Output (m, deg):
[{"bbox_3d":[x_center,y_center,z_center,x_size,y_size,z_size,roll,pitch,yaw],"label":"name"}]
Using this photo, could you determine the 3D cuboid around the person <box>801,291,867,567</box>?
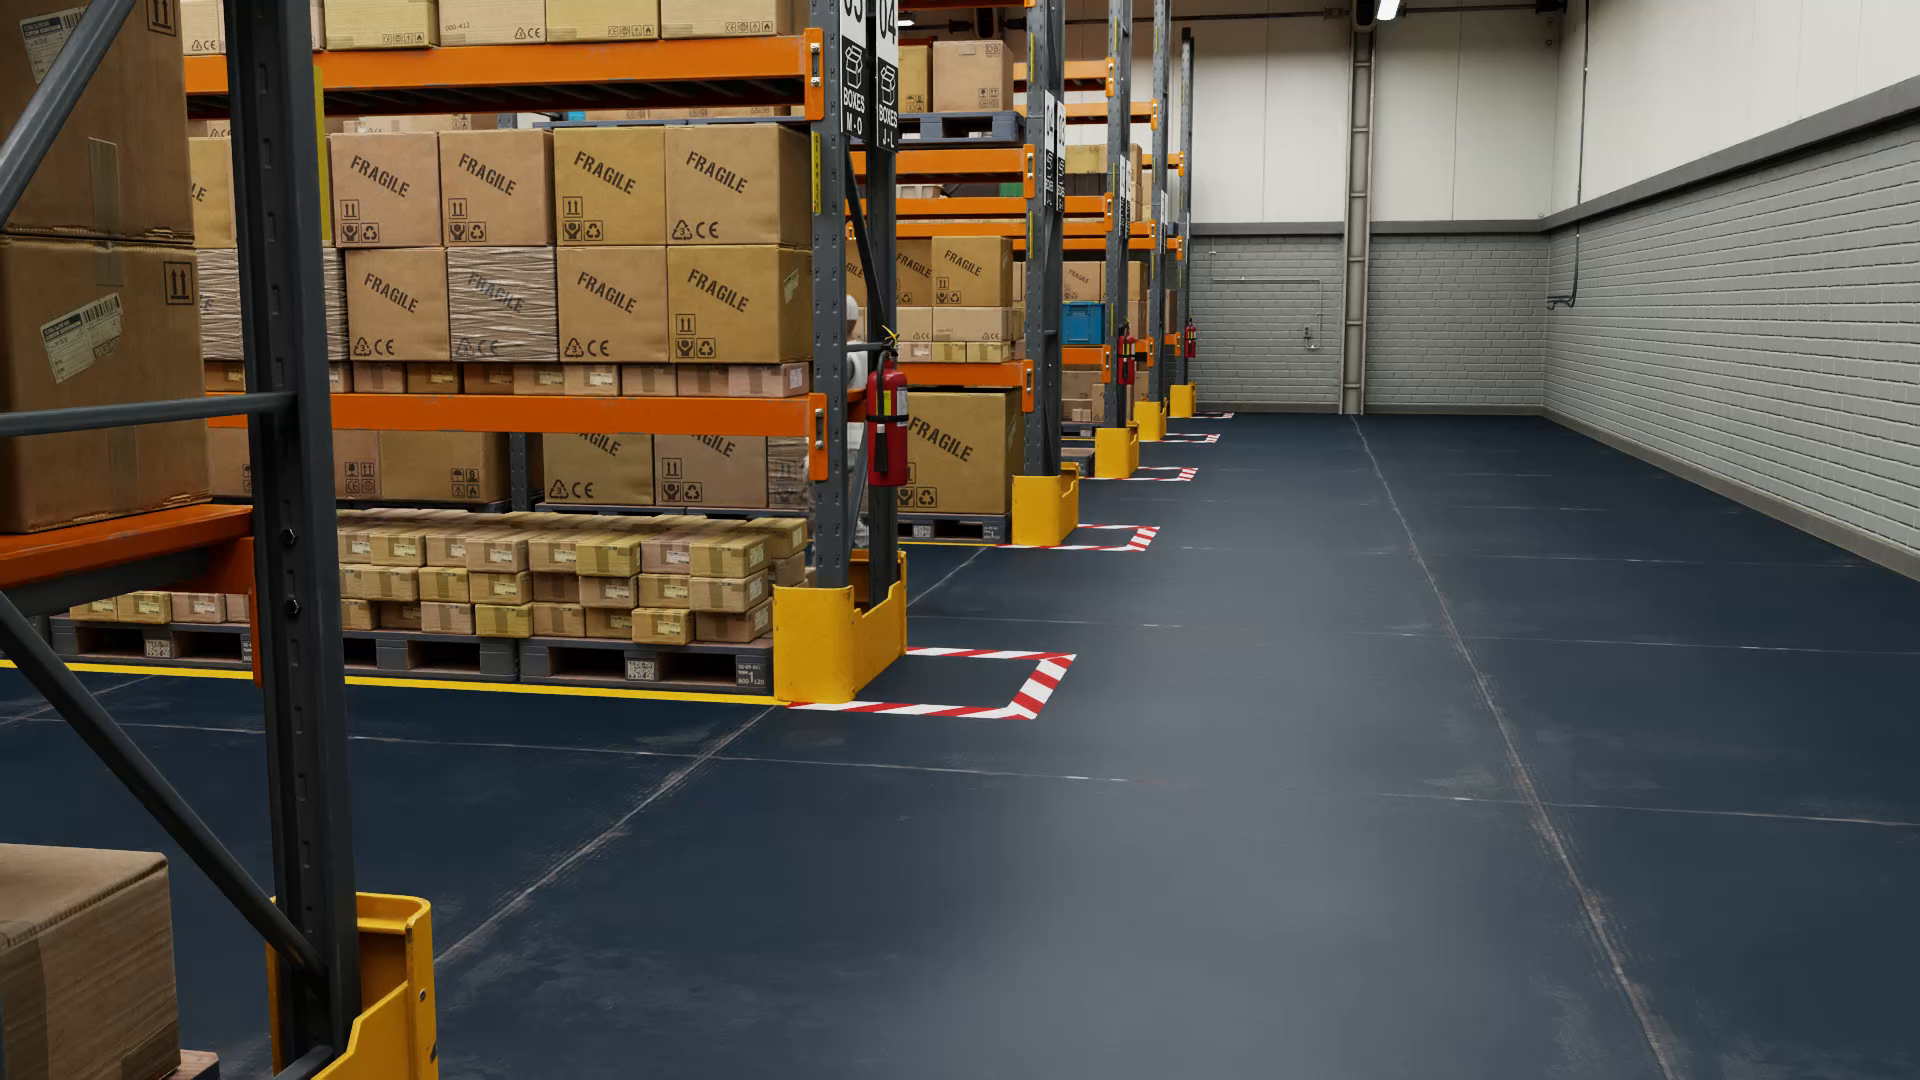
[{"bbox_3d":[-0.768,-0.524,9.551,0.455,1.799,0.638,-5,9,-31],"label":"person"}]
